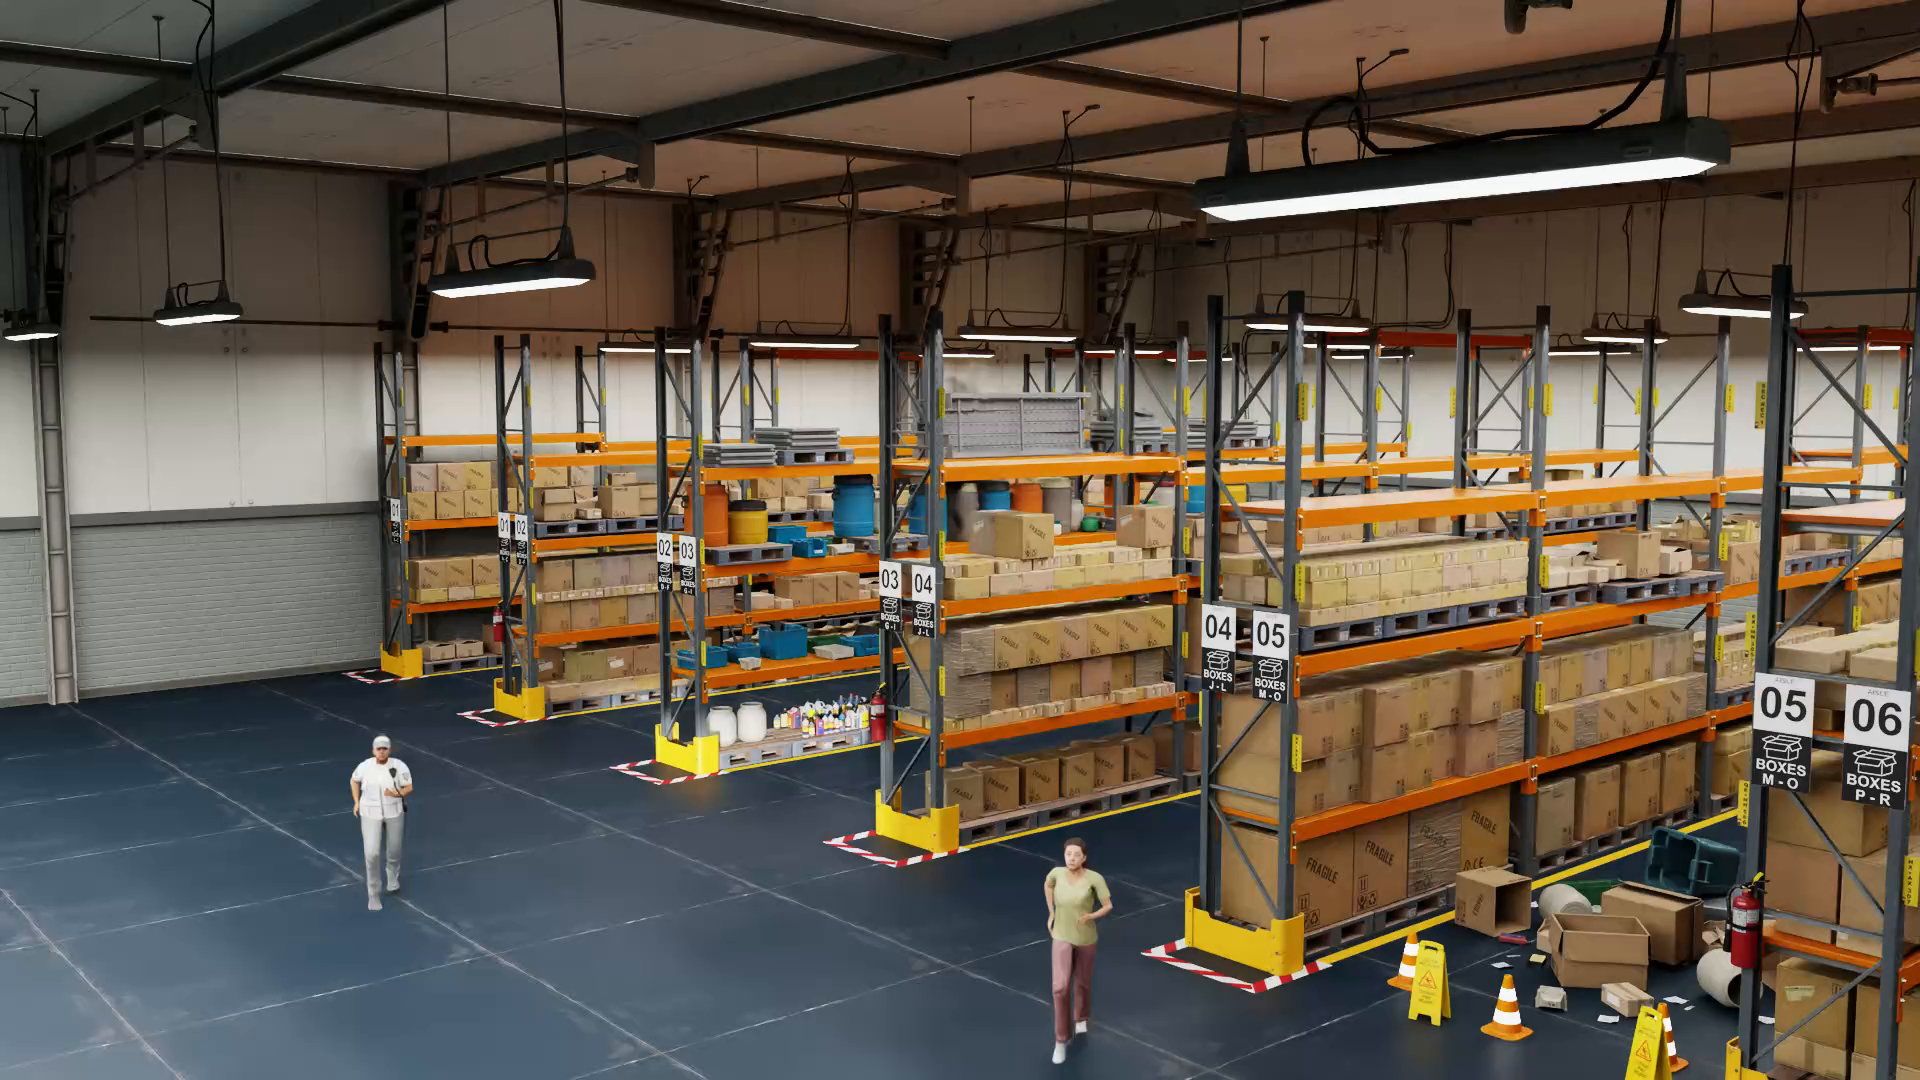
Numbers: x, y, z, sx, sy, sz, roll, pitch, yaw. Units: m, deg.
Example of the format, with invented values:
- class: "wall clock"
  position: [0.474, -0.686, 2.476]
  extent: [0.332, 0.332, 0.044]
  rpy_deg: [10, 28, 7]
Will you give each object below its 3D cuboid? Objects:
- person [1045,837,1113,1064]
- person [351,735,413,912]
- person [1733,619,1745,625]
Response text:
- class: "person"
  position: [0.919, 3.162, 13.011]
  extent: [0.562, 1.719, 0.744]
  rpy_deg: [1, 5, 9]
- class: "person"
  position: [-5.810, 2.817, 16.747]
  extent: [0.579, 1.729, 0.764]
  rpy_deg: [-2, 6, -22]
- class: "person"
  position: [11.922, 2.022, 25.394]
  extent: [0.792, 1.617, 0.577]
  rpy_deg: [-3, 6, -32]
